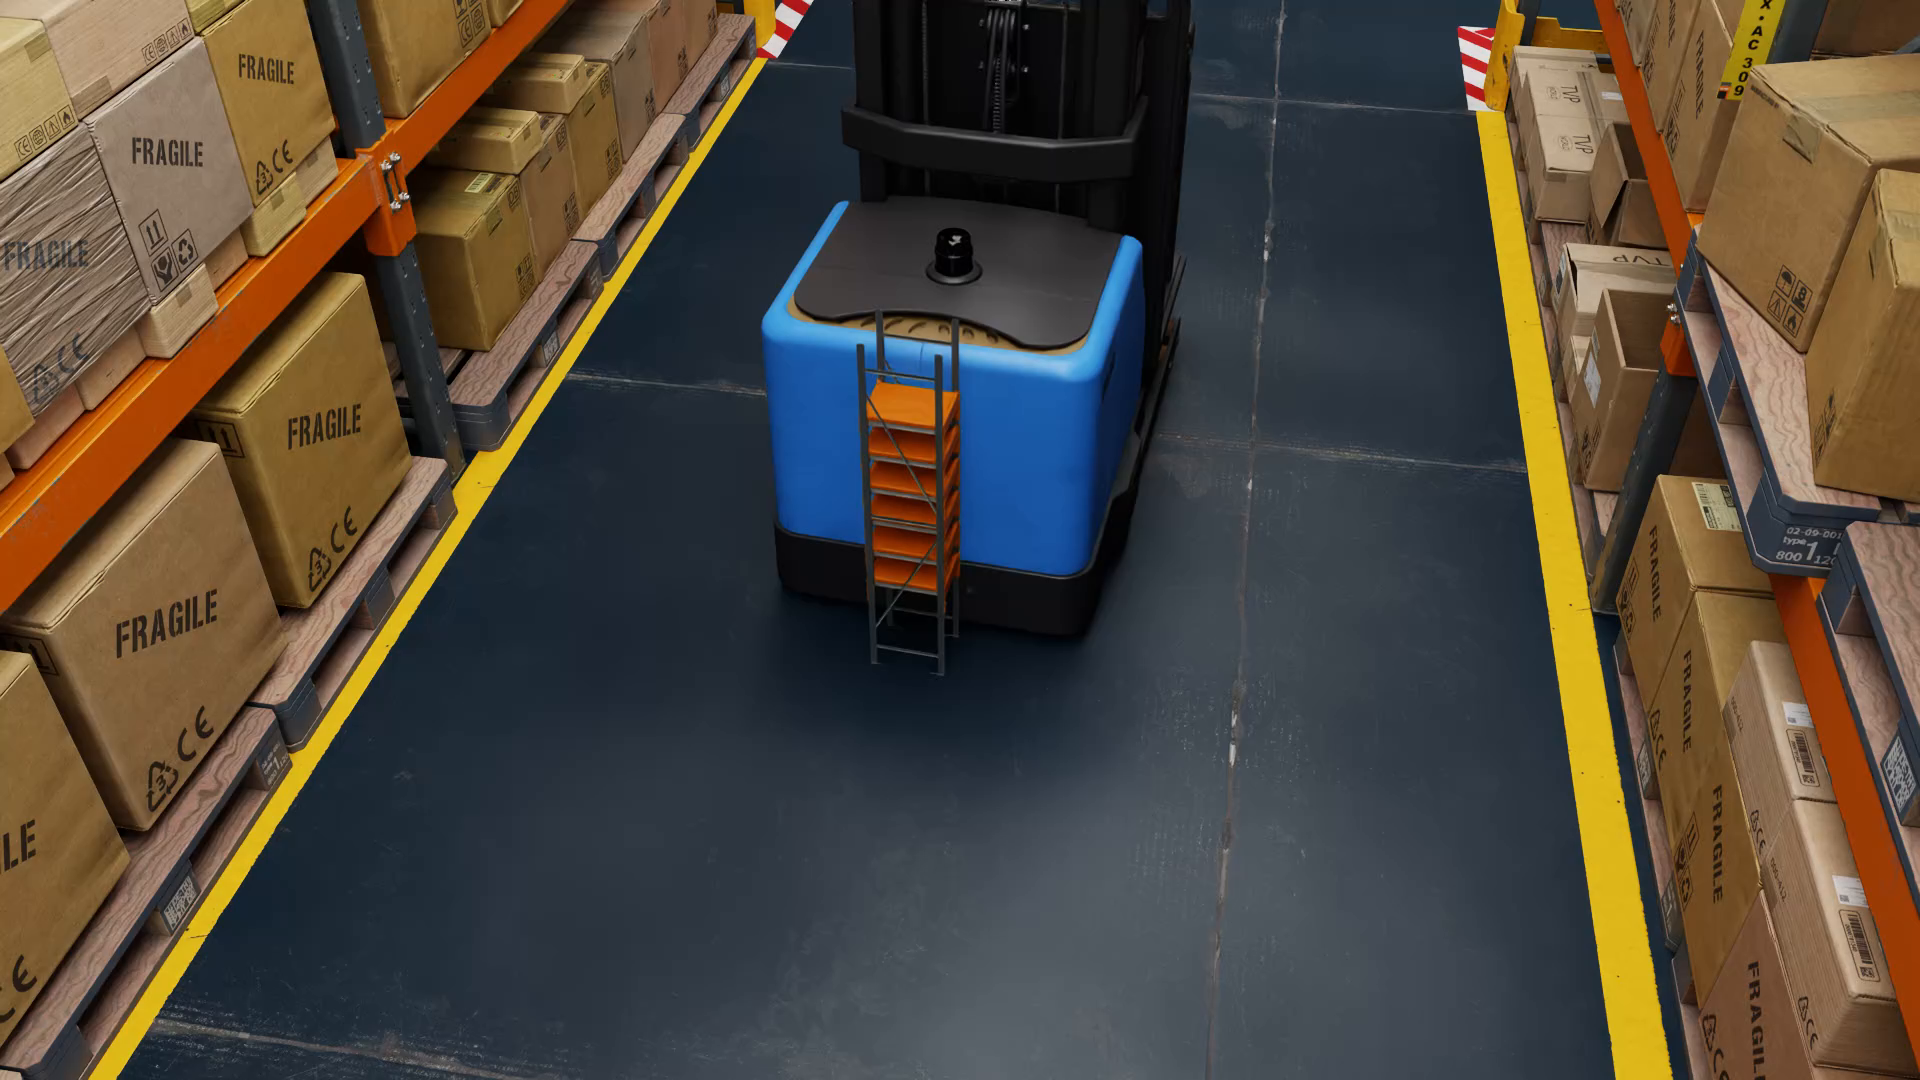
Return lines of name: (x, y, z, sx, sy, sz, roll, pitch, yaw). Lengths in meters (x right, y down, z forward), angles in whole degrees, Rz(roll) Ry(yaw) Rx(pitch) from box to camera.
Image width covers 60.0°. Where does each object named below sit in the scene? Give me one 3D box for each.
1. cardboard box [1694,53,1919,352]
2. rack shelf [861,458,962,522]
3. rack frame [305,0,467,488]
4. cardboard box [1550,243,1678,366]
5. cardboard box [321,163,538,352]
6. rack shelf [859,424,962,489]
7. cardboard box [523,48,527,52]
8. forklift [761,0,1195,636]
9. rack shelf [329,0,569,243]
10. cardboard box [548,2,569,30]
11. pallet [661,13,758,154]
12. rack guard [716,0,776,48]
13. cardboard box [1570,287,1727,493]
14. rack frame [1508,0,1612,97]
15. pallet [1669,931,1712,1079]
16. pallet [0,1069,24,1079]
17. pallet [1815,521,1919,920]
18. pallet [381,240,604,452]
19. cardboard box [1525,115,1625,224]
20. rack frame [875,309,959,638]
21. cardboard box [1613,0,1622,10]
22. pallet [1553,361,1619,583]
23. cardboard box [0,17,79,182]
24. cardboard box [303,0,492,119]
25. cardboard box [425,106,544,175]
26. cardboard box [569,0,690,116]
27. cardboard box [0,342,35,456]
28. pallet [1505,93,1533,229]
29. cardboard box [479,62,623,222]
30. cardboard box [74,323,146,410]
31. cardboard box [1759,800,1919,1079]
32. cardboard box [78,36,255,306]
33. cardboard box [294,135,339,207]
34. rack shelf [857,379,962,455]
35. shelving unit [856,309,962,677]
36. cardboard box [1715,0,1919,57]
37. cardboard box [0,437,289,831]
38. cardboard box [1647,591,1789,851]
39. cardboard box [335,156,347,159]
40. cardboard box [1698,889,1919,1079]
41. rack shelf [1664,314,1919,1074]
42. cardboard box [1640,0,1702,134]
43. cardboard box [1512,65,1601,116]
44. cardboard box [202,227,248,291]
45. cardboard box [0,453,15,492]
cardboard box: (2.274, -0.823, 3.983, 0.700, 0.500, 0.500, -6, 40, -7)
rack shelf: (-0.142, -0.167, 4.891, 0.258, 0.103, 0.180, 9, 40, 11)
rack frame: (-2.303, -1.439, 5.137, 1.000, 3.000, 0.127, 6, 40, 8)
cardboard box: (2.525, -0.888, 6.235, 0.500, 0.311, 0.500, 6, 40, 8)
cardboard box: (-2.073, -1.096, 6.353, 0.700, 0.500, 0.500, 7, 40, 8)
rack shelf: (-0.142, -0.259, 4.815, 0.258, 0.103, 0.180, 9, 40, 11)
cardboard box: (-2.071, -2.093, 7.051, 0.380, 0.149, 0.250, 6, 40, 7)
forklift: (0.253, -1.773, 5.595, 1.130, 2.935, 3.031, 9, 40, 11)
rack shelf: (-1.957, -2.417, 6.884, 1.077, 0.370, 4.000, 6, 40, 8)
cardboard box: (-1.983, -2.413, 7.438, 0.380, 0.149, 0.250, 7, 40, 8)
pallet: (-1.672, -2.364, 8.444, 1.003, 0.211, 1.213, 6, 40, 8)
rack guard: (-1.607, -3.001, 8.988, 1.175, 0.500, 0.348, 6, 40, 8)
cardboard box: (2.396, -0.490, 5.605, 0.500, 0.500, 0.500, 6, 40, 8)
rack frame: (3.269, -3.406, 7.515, 1.000, 3.000, 0.127, 6, 40, 8)
pallet: (2.264, 1.462, 3.816, 1.003, 0.211, 1.213, 6, 40, 8)
pallet: (-2.785, 1.659, 3.577, 1.003, 0.211, 1.213, 6, 40, 8)
pallet: (2.216, 0.468, 2.980, 1.003, 0.211, 1.213, 6, 40, 8)
pallet: (-2.094, -0.833, 6.592, 1.003, 0.211, 1.213, 6, 40, 8)
cardboard box: (2.722, -1.578, 7.117, 0.500, 0.250, 0.500, 6, 40, 8)
rack frame: (-0.120, -0.165, 5.008, 0.240, 1.200, 0.006, 9, 40, 11)
cardboard box: (2.670, -2.242, 6.029, 0.500, 0.500, 0.500, 7, 40, 8)
pallet: (2.696, -0.251, 5.889, 1.003, 0.211, 1.213, 6, 40, 8)
cardboard box: (-2.318, -0.928, 3.602, 0.500, 0.250, 0.500, 7, 40, 9)
cardboard box: (-2.193, -1.893, 5.451, 0.980, 0.700, 0.700, 7, 40, 8)
cardboard box: (-1.834, -1.540, 6.382, 0.380, 0.149, 0.250, 8, 40, 9)
cardboard box: (-1.720, -2.384, 7.911, 0.700, 0.500, 0.500, 6, 40, 8)
cardboard box: (-2.390, -0.333, 3.471, 0.500, 0.500, 0.500, 7, 40, 9)
pallet: (3.119, -1.783, 7.741, 1.003, 0.211, 1.213, 6, 40, 8)
cardboard box: (-1.891, -1.732, 7.123, 0.700, 0.500, 0.500, 7, 40, 9)
cardboard box: (-2.288, -0.470, 4.146, 0.380, 0.149, 0.250, 6, 40, 8)
cardboard box: (1.993, 0.829, 3.422, 0.500, 0.250, 0.500, 6, 40, 7)
cardboard box: (-2.213, -0.961, 4.231, 0.500, 0.500, 0.500, 7, 40, 8)
cardboard box: (-2.083, -1.107, 4.916, 0.380, 0.149, 0.250, 7, 40, 8)
rack shelf: (-0.142, -0.352, 4.738, 0.258, 0.103, 0.180, 9, 40, 11)
shelving unit: (-0.142, -0.108, 4.939, 0.258, 1.200, 0.189, 9, 40, 11)
cardboard box: (2.409, -1.665, 4.547, 0.500, 0.500, 0.500, 7, 40, 8)
cardboard box: (-2.438, 0.208, 4.502, 0.750, 0.750, 0.750, 8, 40, 9)
cardboard box: (2.171, 0.511, 4.394, 0.500, 0.500, 0.500, 7, 40, 8)
cardboard box: (-2.293, -1.277, 6.063, 0.380, 0.149, 0.250, 6, 40, 7)
cardboard box: (1.990, 1.141, 3.632, 0.500, 0.500, 0.500, 5, 40, 6)
rack shelf: (2.230, 0.637, 3.190, 1.077, 0.370, 4.000, 6, 40, 8)
cardboard box: (2.498, -1.599, 5.252, 0.500, 0.500, 0.500, 7, 40, 9)
cardboard box: (2.814, -2.101, 7.816, 0.380, 0.166, 0.250, 6, 40, 8)
cardboard box: (-2.192, -0.788, 4.531, 0.380, 0.149, 0.250, 8, 40, 9)
cardboard box: (-2.403, -0.149, 3.757, 0.380, 0.149, 0.250, 8, 40, 9)
